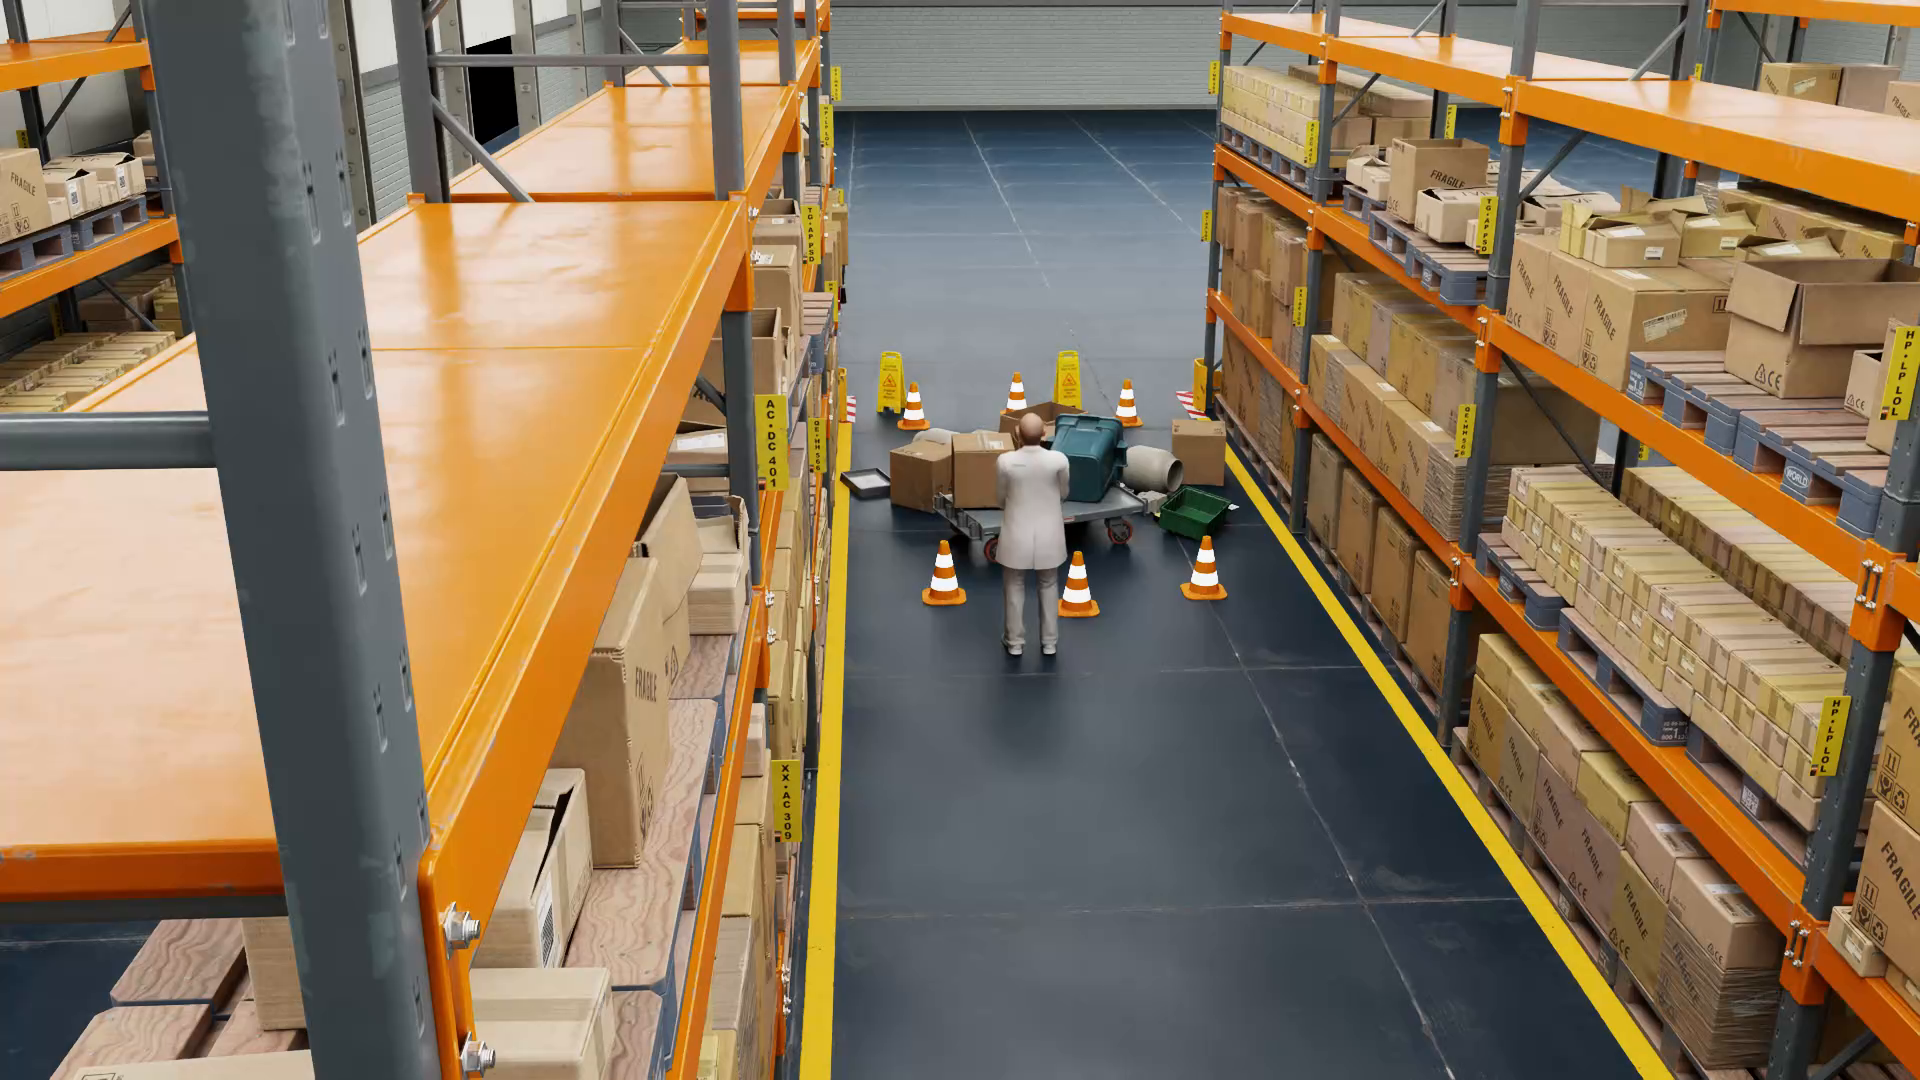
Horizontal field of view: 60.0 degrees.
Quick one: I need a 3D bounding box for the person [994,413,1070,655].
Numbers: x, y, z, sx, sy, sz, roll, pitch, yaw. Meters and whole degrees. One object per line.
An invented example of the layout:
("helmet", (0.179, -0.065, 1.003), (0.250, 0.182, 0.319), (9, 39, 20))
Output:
("person", (0.495, -0.084, 11.826), (0.533, 1.774, 0.554), (-1, 20, -3))
